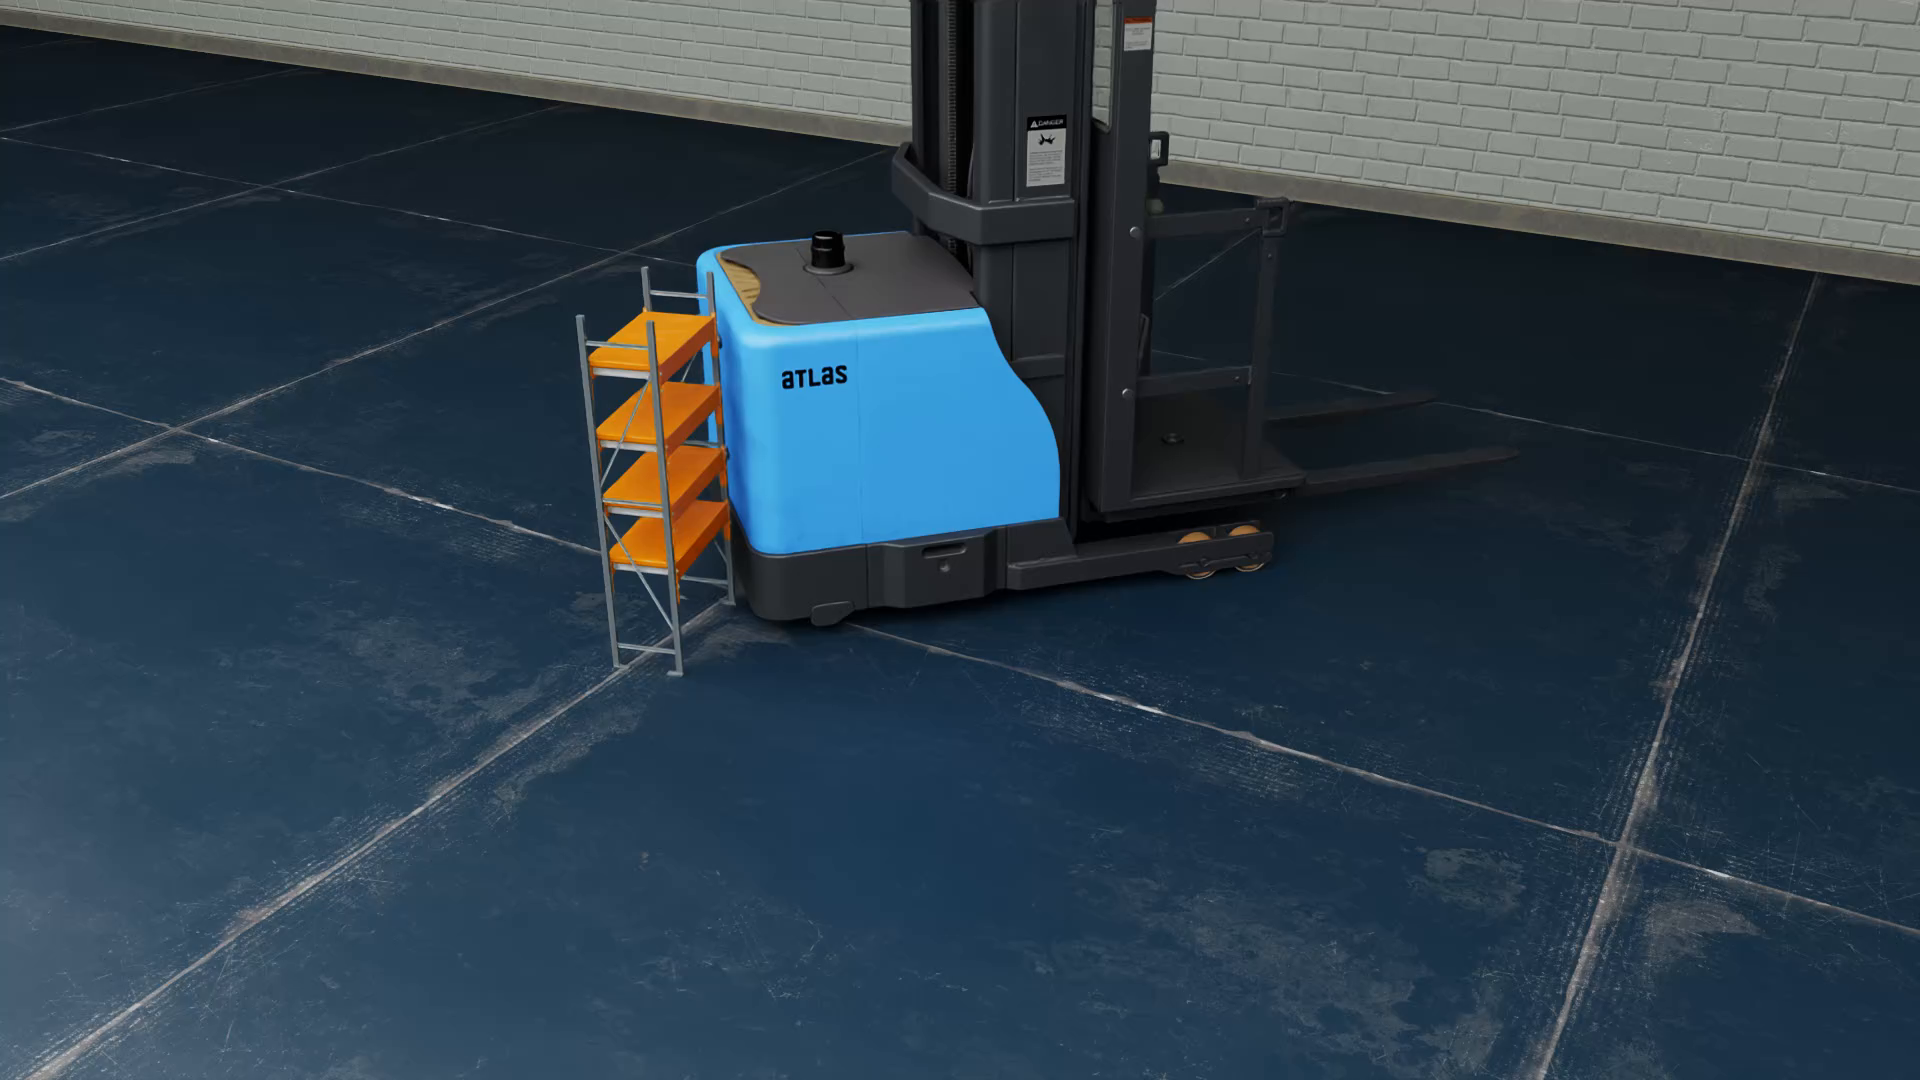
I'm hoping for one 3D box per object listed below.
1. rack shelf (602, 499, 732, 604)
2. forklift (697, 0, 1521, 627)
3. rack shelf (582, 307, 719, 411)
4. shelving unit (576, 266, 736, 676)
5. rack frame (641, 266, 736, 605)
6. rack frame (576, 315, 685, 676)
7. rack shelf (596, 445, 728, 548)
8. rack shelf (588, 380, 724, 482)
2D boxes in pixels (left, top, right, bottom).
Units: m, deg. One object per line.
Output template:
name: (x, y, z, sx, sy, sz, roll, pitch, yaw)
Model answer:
rack shelf: (-0.955, 0.020, 5.464, 0.258, 0.148, 0.480, 6, 27, 12)
forklift: (0.623, -1.387, 5.746, 3.031, 2.935, 1.130, -8, 28, -15)
rack shelf: (-0.955, -0.570, 5.170, 0.258, 0.148, 0.480, 6, 27, 12)
shelving unit: (-0.955, -0.218, 5.346, 0.258, 1.200, 0.503, 6, 27, 12)
rack frame: (-0.900, -0.325, 5.558, 0.240, 1.200, 0.015, 6, 27, 12)
rack frame: (-1.010, -0.112, 5.133, 0.240, 1.200, 0.015, 6, 27, 12)
rack shelf: (-0.955, -0.158, 5.376, 0.258, 0.148, 0.480, 6, 27, 12)
rack shelf: (-0.955, -0.358, 5.275, 0.258, 0.148, 0.480, 6, 27, 12)
